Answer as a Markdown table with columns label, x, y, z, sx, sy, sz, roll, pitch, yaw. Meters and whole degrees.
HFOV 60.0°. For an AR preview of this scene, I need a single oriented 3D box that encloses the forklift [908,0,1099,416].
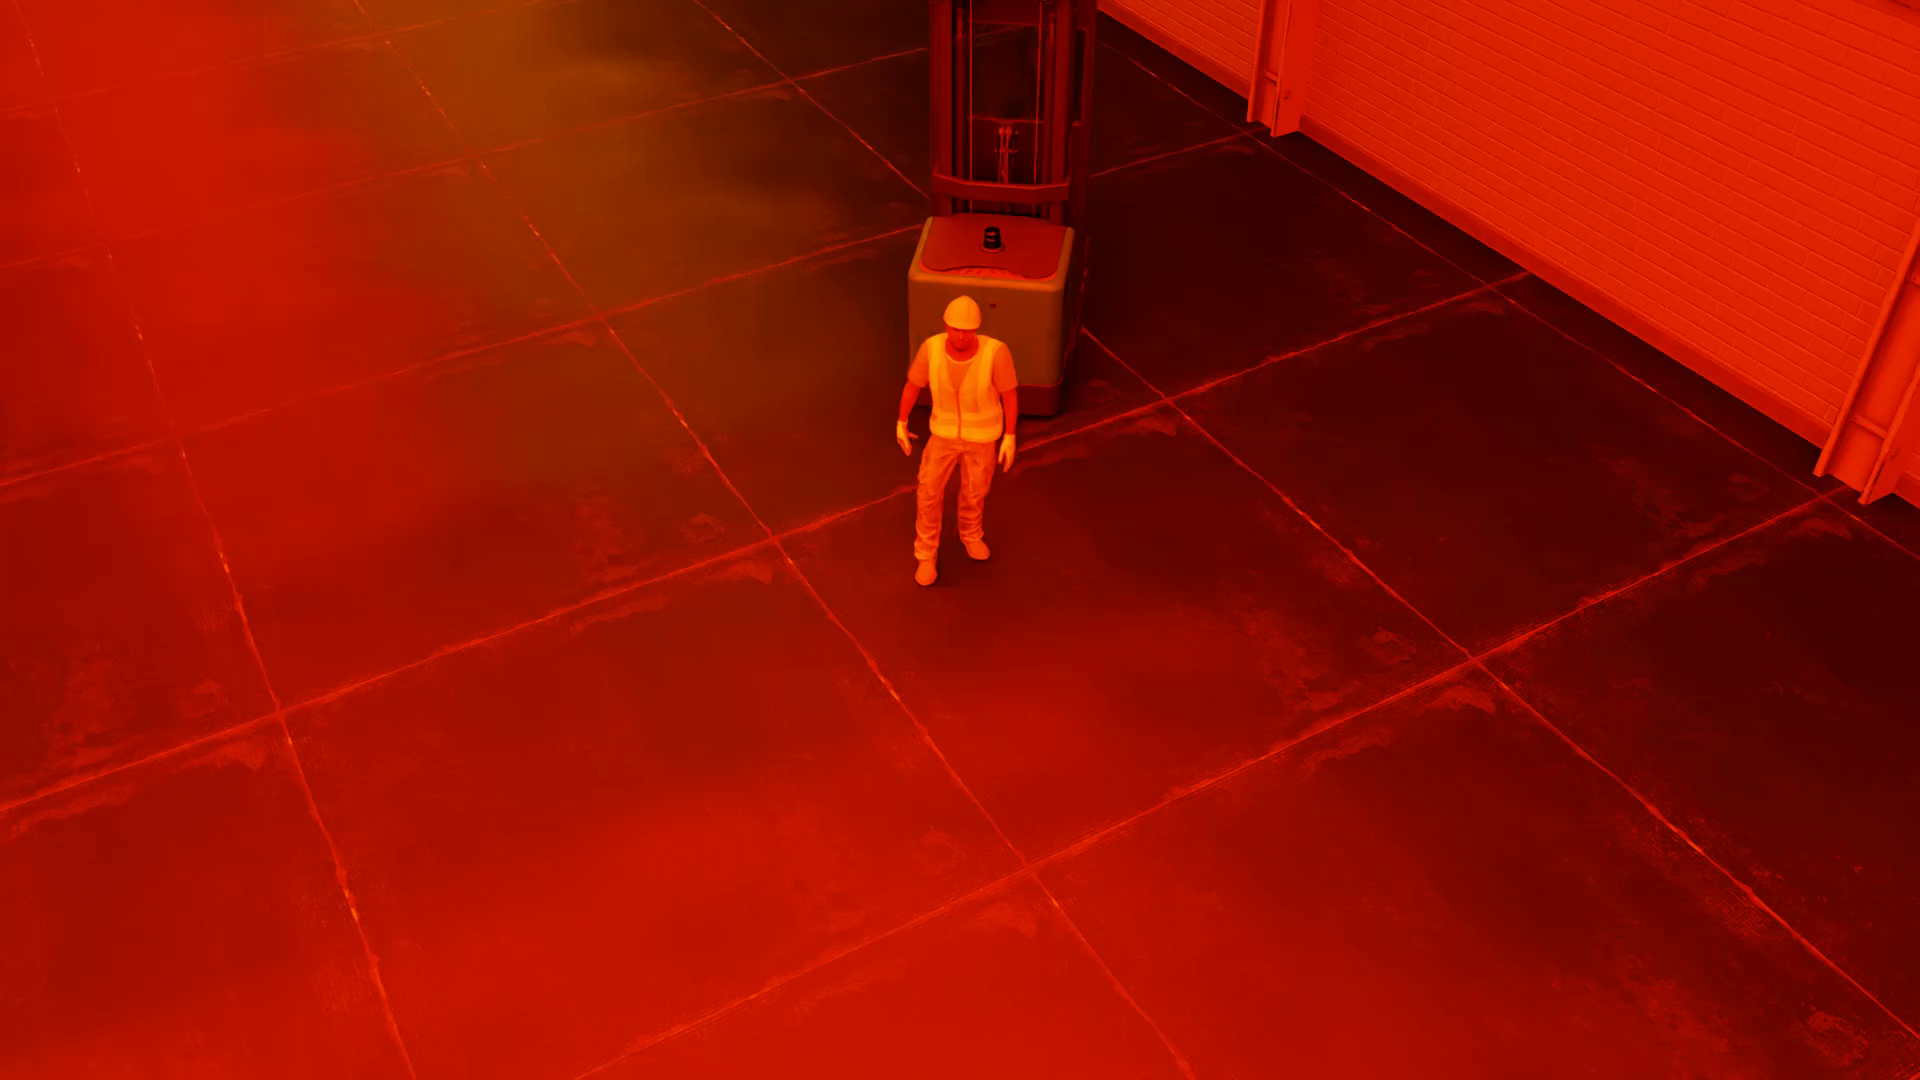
| label | x | y | z | sx | sy | sz | roll | pitch | yaw |
| --- | --- | --- | --- | --- | --- | --- | --- | --- | --- |
| forklift | 0.381 | -2.906 | 11.540 | 1.130 | 2.935 | 3.031 | 6 | 40 | 7 |

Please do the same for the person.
| label | x | y | z | sx | sy | sz | roll | pitch | yaw |
| --- | --- | --- | --- | --- | --- | --- | --- | --- | --- |
| person | -0.035 | -0.561 | 9.649 | 0.727 | 1.760 | 0.651 | 9 | 40 | 10 |
